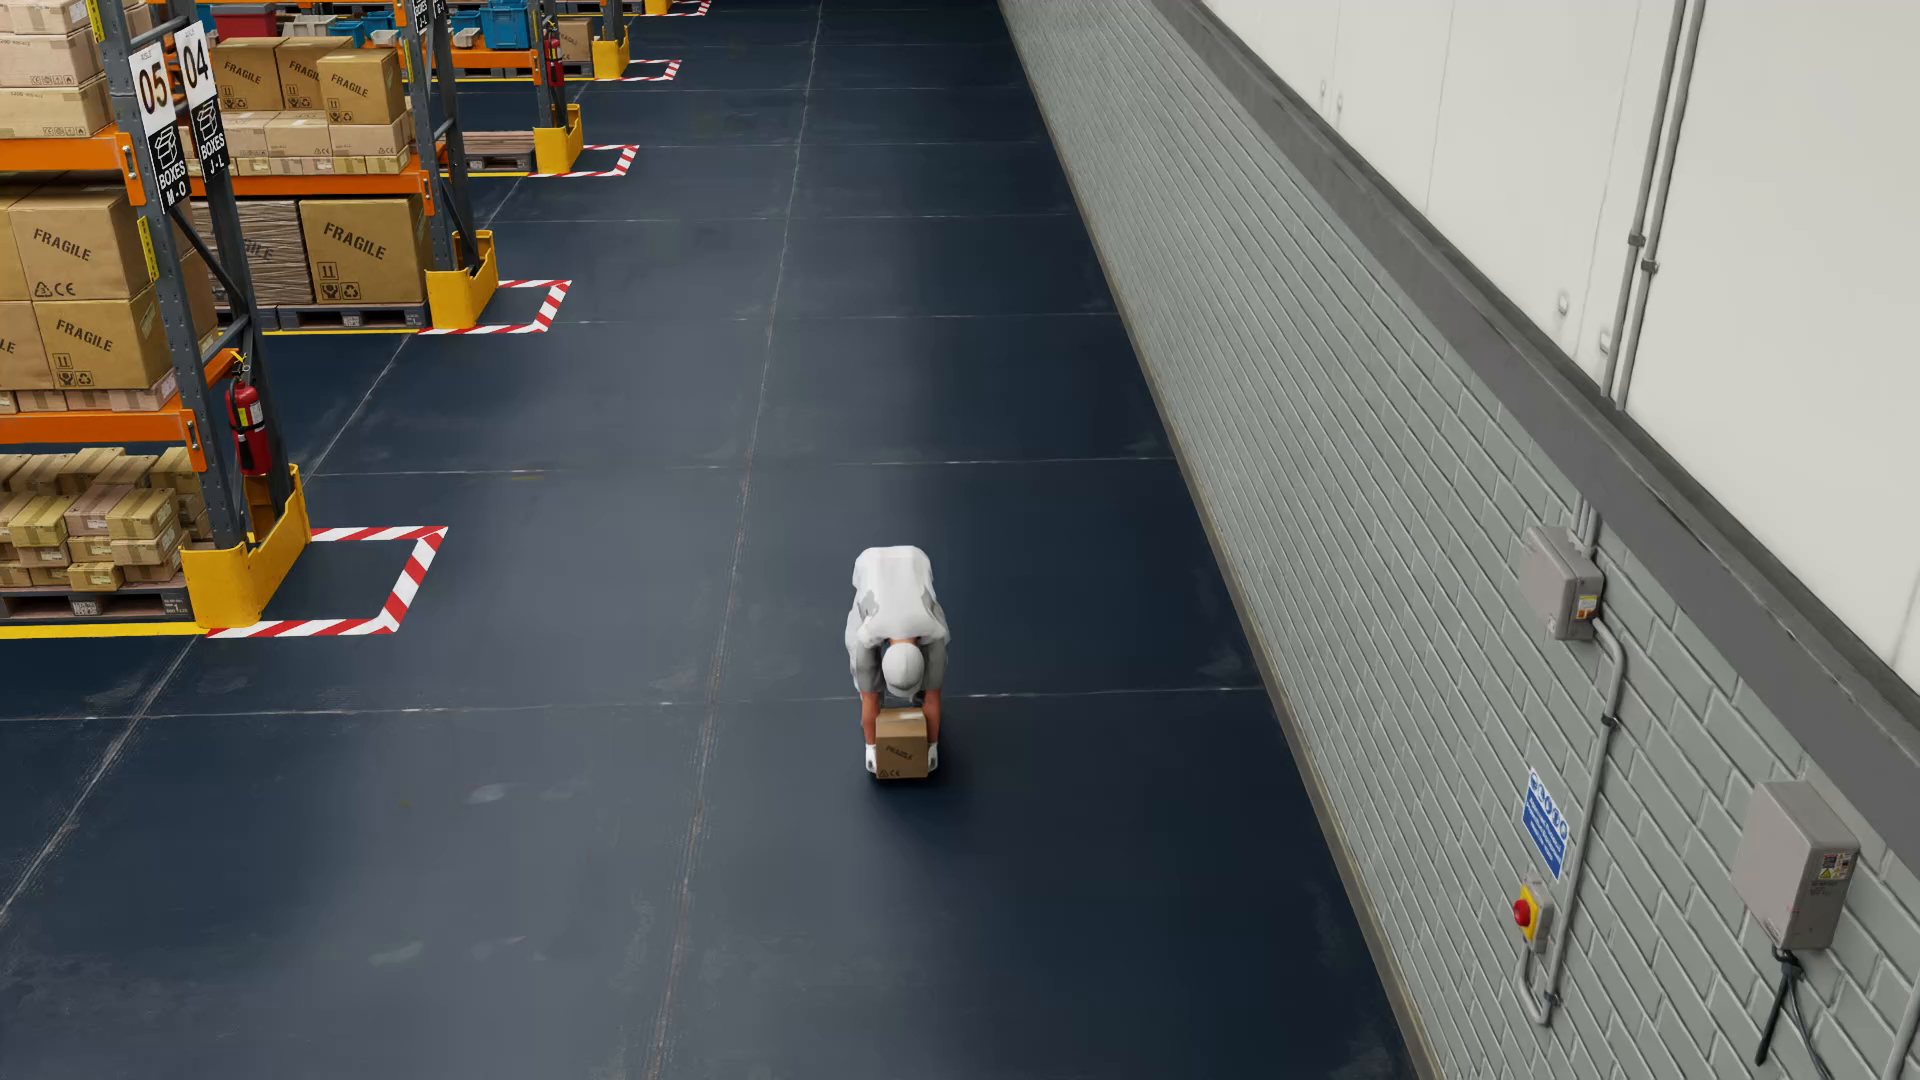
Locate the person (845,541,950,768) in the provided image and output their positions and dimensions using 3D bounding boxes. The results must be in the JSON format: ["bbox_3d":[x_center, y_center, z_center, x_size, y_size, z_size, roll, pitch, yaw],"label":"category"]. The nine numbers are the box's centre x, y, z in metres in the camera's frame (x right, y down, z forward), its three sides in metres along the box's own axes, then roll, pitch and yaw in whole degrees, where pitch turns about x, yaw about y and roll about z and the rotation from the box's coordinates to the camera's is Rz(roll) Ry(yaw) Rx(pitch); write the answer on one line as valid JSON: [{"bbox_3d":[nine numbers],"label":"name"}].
[{"bbox_3d":[-0.303,0.583,8.320,0.528,0.997,0.950,-3,27,-5],"label":"person"}]
